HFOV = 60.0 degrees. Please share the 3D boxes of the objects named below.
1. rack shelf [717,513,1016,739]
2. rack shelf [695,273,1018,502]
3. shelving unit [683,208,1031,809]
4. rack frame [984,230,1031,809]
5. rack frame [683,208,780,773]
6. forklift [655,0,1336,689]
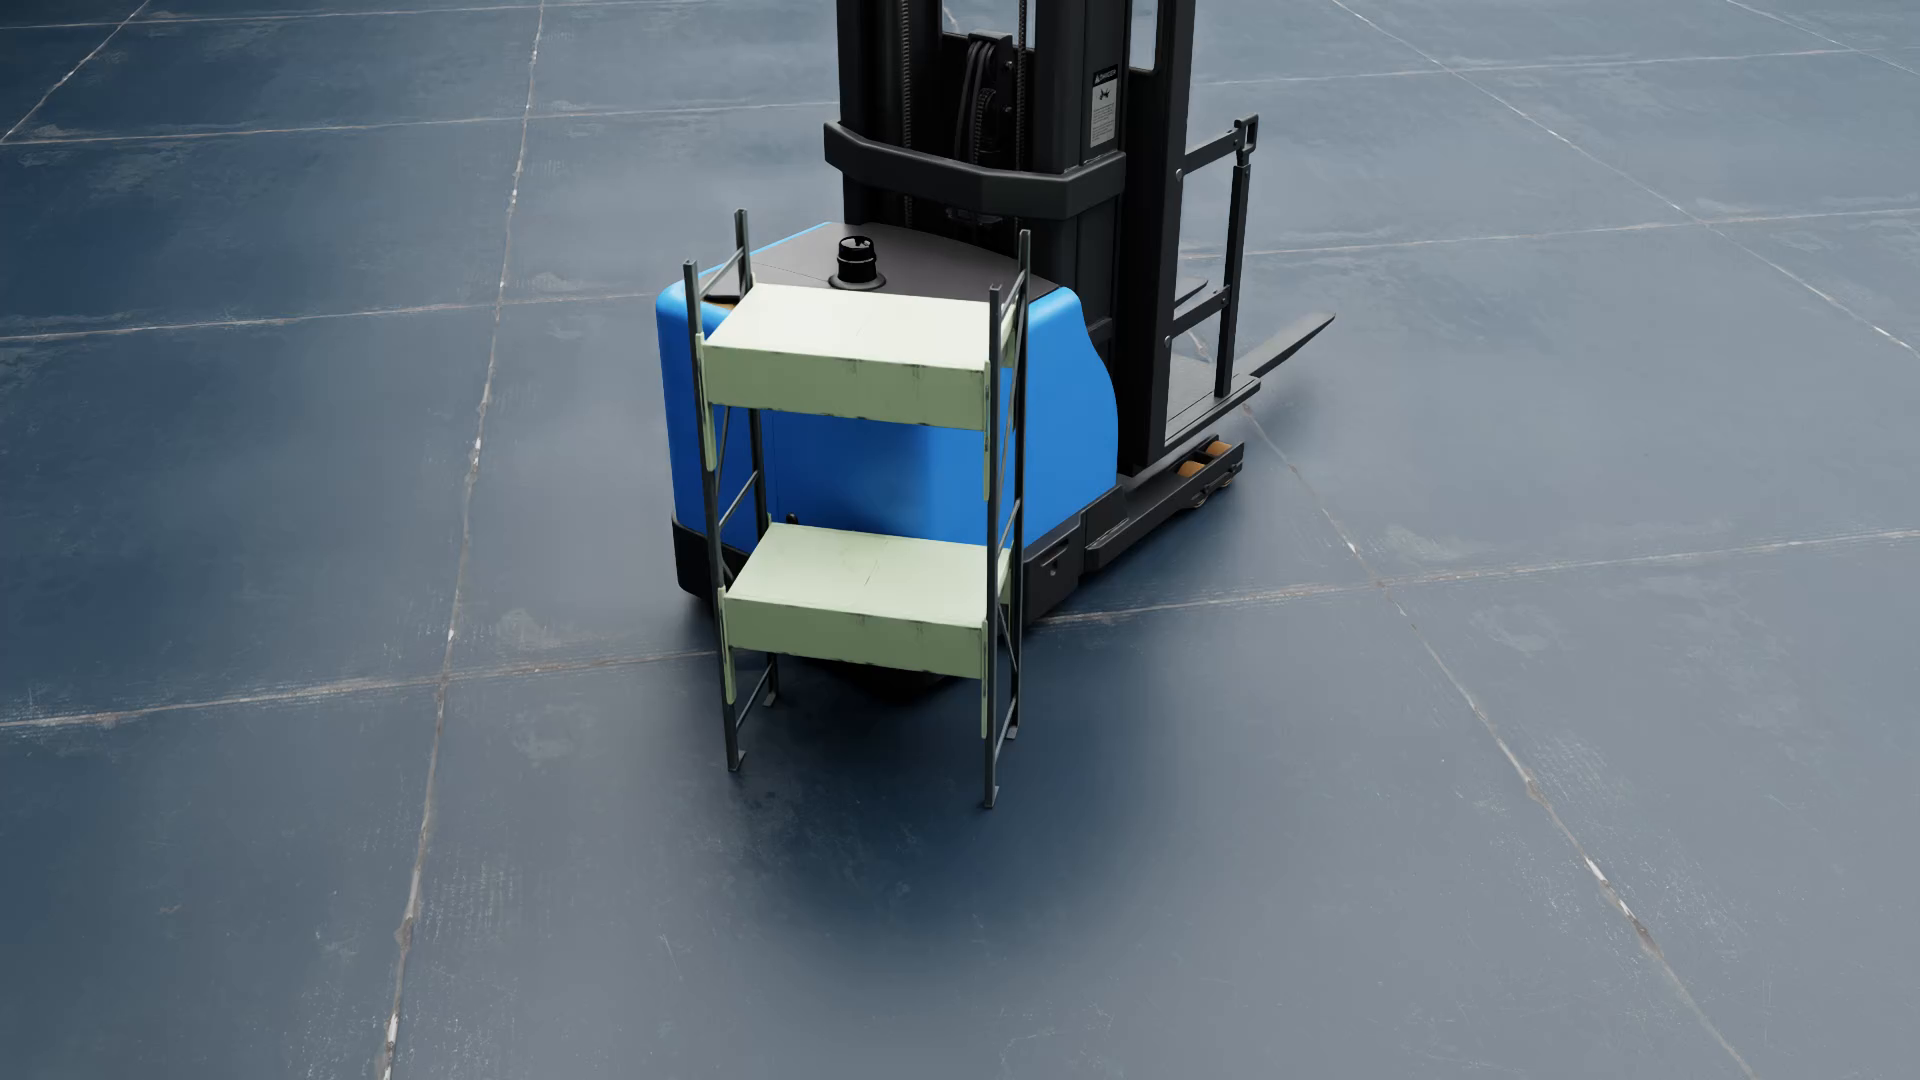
[{"bbox_3d":[-0.238,0.224,4.533,0.720,0.370,0.431,6,31,11],"label":"rack shelf"},{"bbox_3d":[-0.238,-0.393,4.169,0.720,0.370,0.431,6,31,11],"label":"rack shelf"},{"bbox_3d":[-0.238,-0.057,4.367,0.755,1.500,0.431,6,31,11],"label":"shelving unit"},{"bbox_3d":[0.120,-0.017,4.299,0.023,1.500,0.400,6,31,11],"label":"rack frame"},{"bbox_3d":[-0.595,-0.097,4.435,0.023,1.500,0.400,6,31,11],"label":"rack frame"},{"bbox_3d":[0.380,-1.515,5.434,1.130,2.935,3.031,21,37,32],"label":"forklift"}]
